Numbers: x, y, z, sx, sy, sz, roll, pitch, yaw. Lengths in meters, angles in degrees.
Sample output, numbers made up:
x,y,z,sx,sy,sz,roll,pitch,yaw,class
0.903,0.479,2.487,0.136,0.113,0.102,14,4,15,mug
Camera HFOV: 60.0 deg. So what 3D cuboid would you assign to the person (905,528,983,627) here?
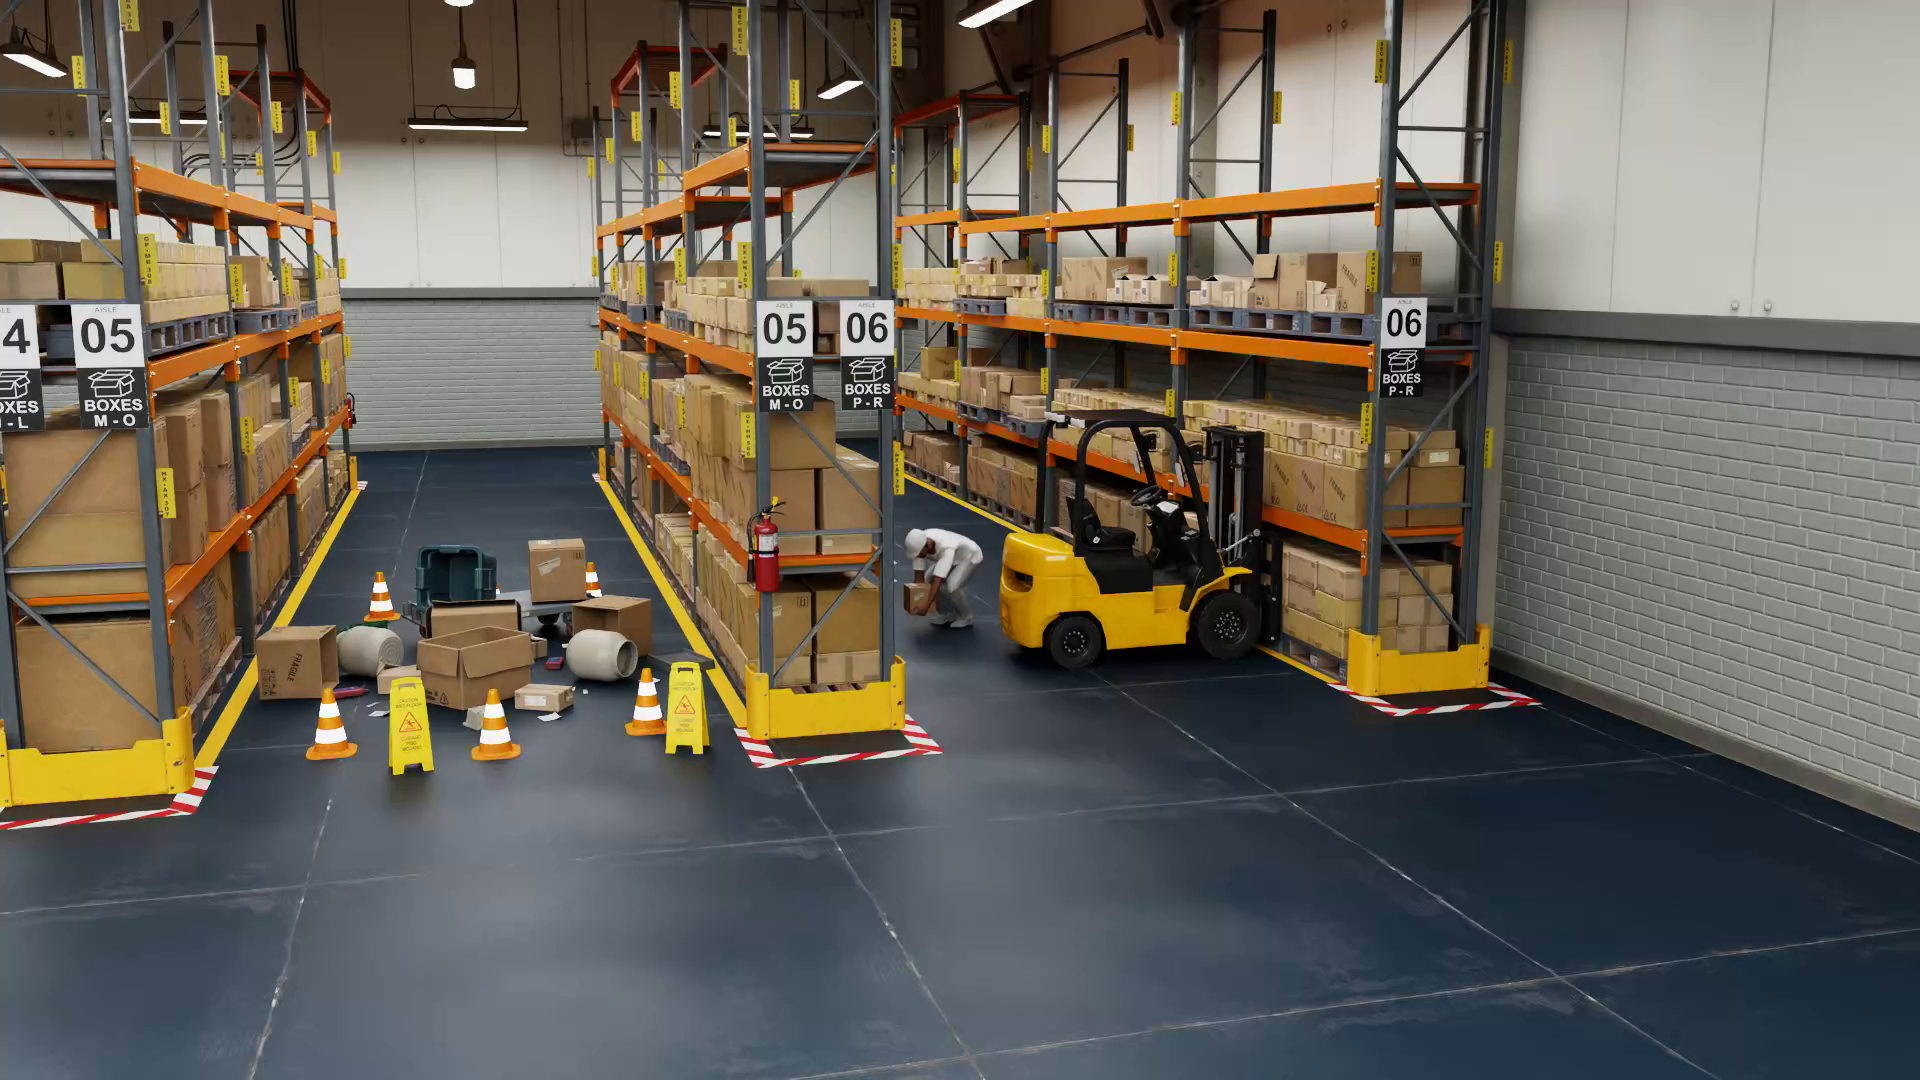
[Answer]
x,y,z,sx,sy,sz,roll,pitch,yaw,class
-0.178,0.351,16.011,0.526,1.009,0.947,8,12,42,person
